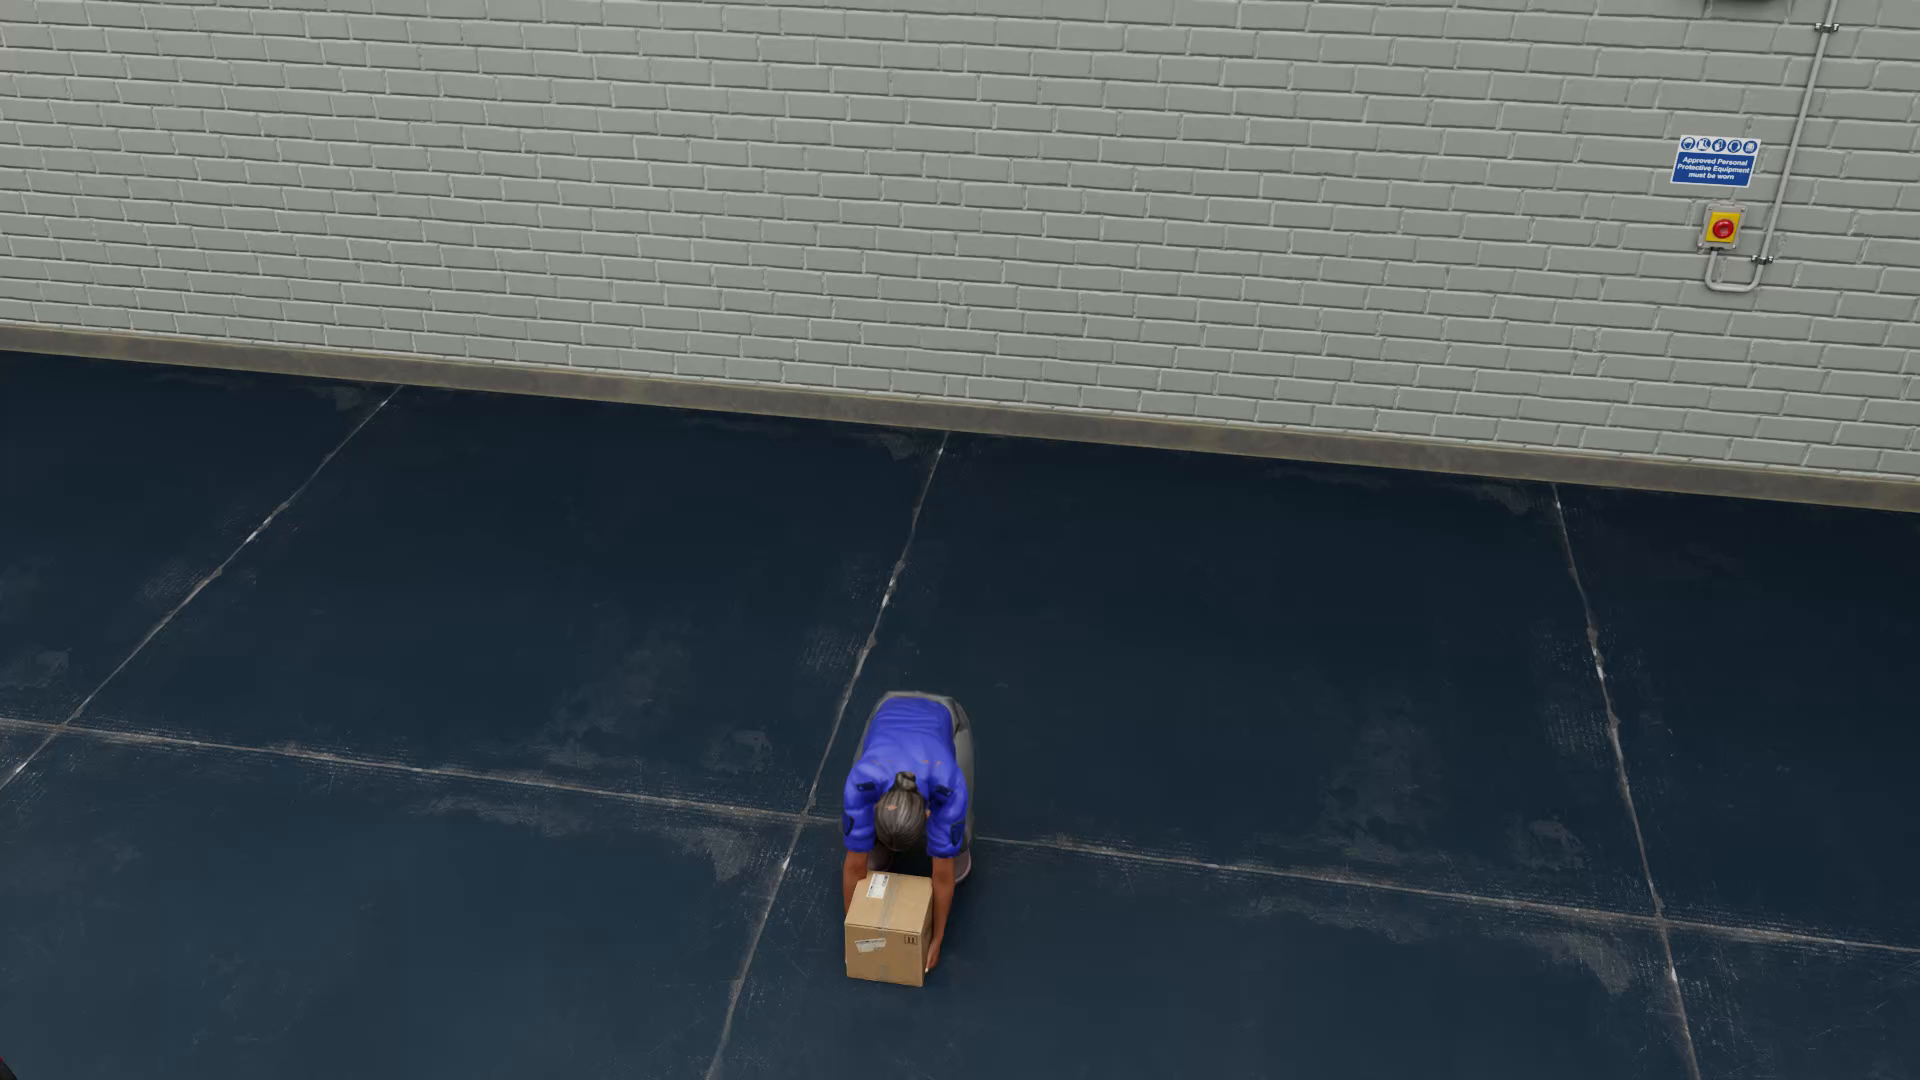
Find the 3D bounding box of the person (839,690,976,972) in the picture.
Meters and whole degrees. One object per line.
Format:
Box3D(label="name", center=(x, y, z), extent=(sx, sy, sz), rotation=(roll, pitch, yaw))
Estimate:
Box3D(label="person", center=(-0.174, 0.905, 5.603), extent=(0.458, 0.746, 0.858), rotation=(5, 33, 7))
